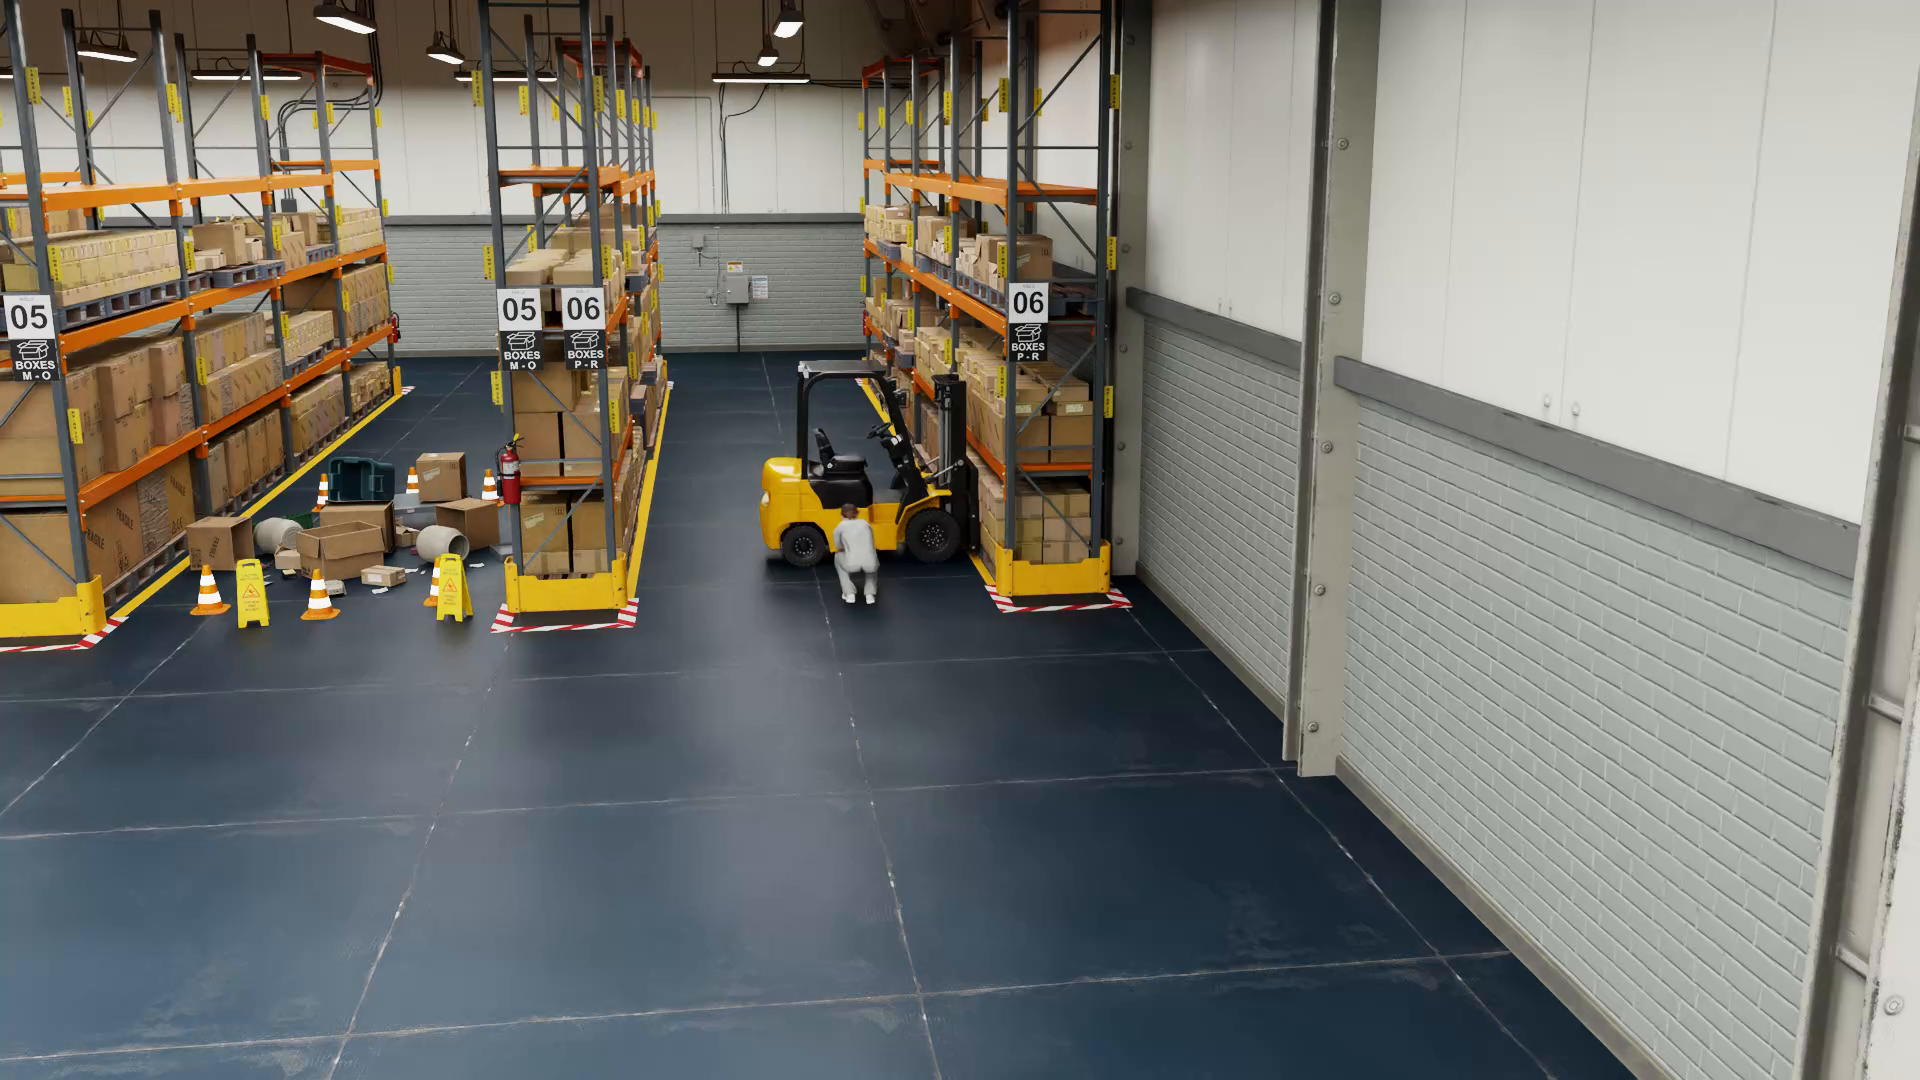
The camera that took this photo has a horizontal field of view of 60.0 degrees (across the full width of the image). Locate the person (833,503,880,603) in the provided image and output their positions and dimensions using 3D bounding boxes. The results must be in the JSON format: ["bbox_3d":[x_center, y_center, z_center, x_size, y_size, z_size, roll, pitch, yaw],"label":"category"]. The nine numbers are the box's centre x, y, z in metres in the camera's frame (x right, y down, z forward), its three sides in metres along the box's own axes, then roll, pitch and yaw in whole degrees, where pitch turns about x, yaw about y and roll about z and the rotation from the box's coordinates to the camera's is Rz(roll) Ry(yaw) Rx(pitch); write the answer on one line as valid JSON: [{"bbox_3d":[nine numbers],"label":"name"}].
[{"bbox_3d":[-1.062,0.133,17.028,0.466,0.950,0.815,-2,13,-9],"label":"person"}]
